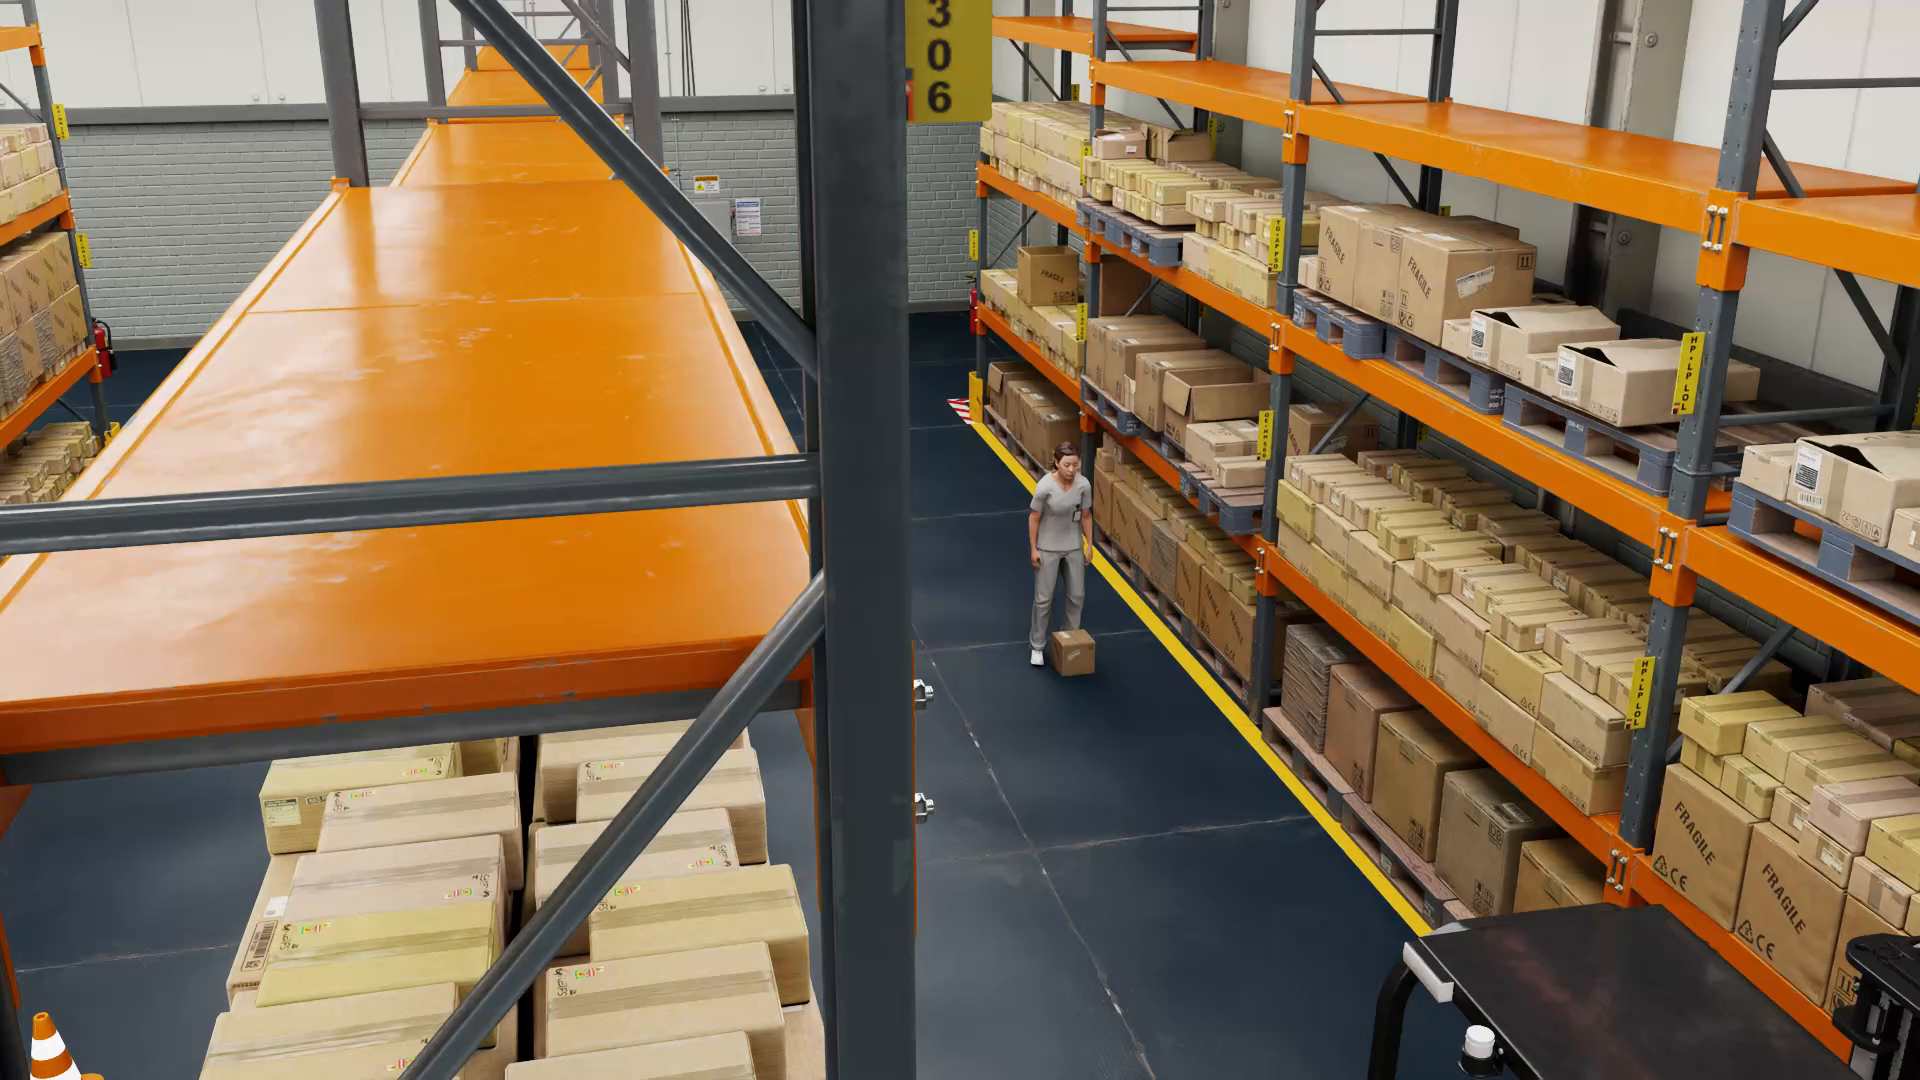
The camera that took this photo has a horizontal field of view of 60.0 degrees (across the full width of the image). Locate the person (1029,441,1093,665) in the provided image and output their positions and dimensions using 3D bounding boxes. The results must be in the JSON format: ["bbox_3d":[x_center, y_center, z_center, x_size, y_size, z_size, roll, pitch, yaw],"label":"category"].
[{"bbox_3d":[0.738,0.077,12.137,0.489,1.673,0.358,-5,20,-13],"label":"person"}]
